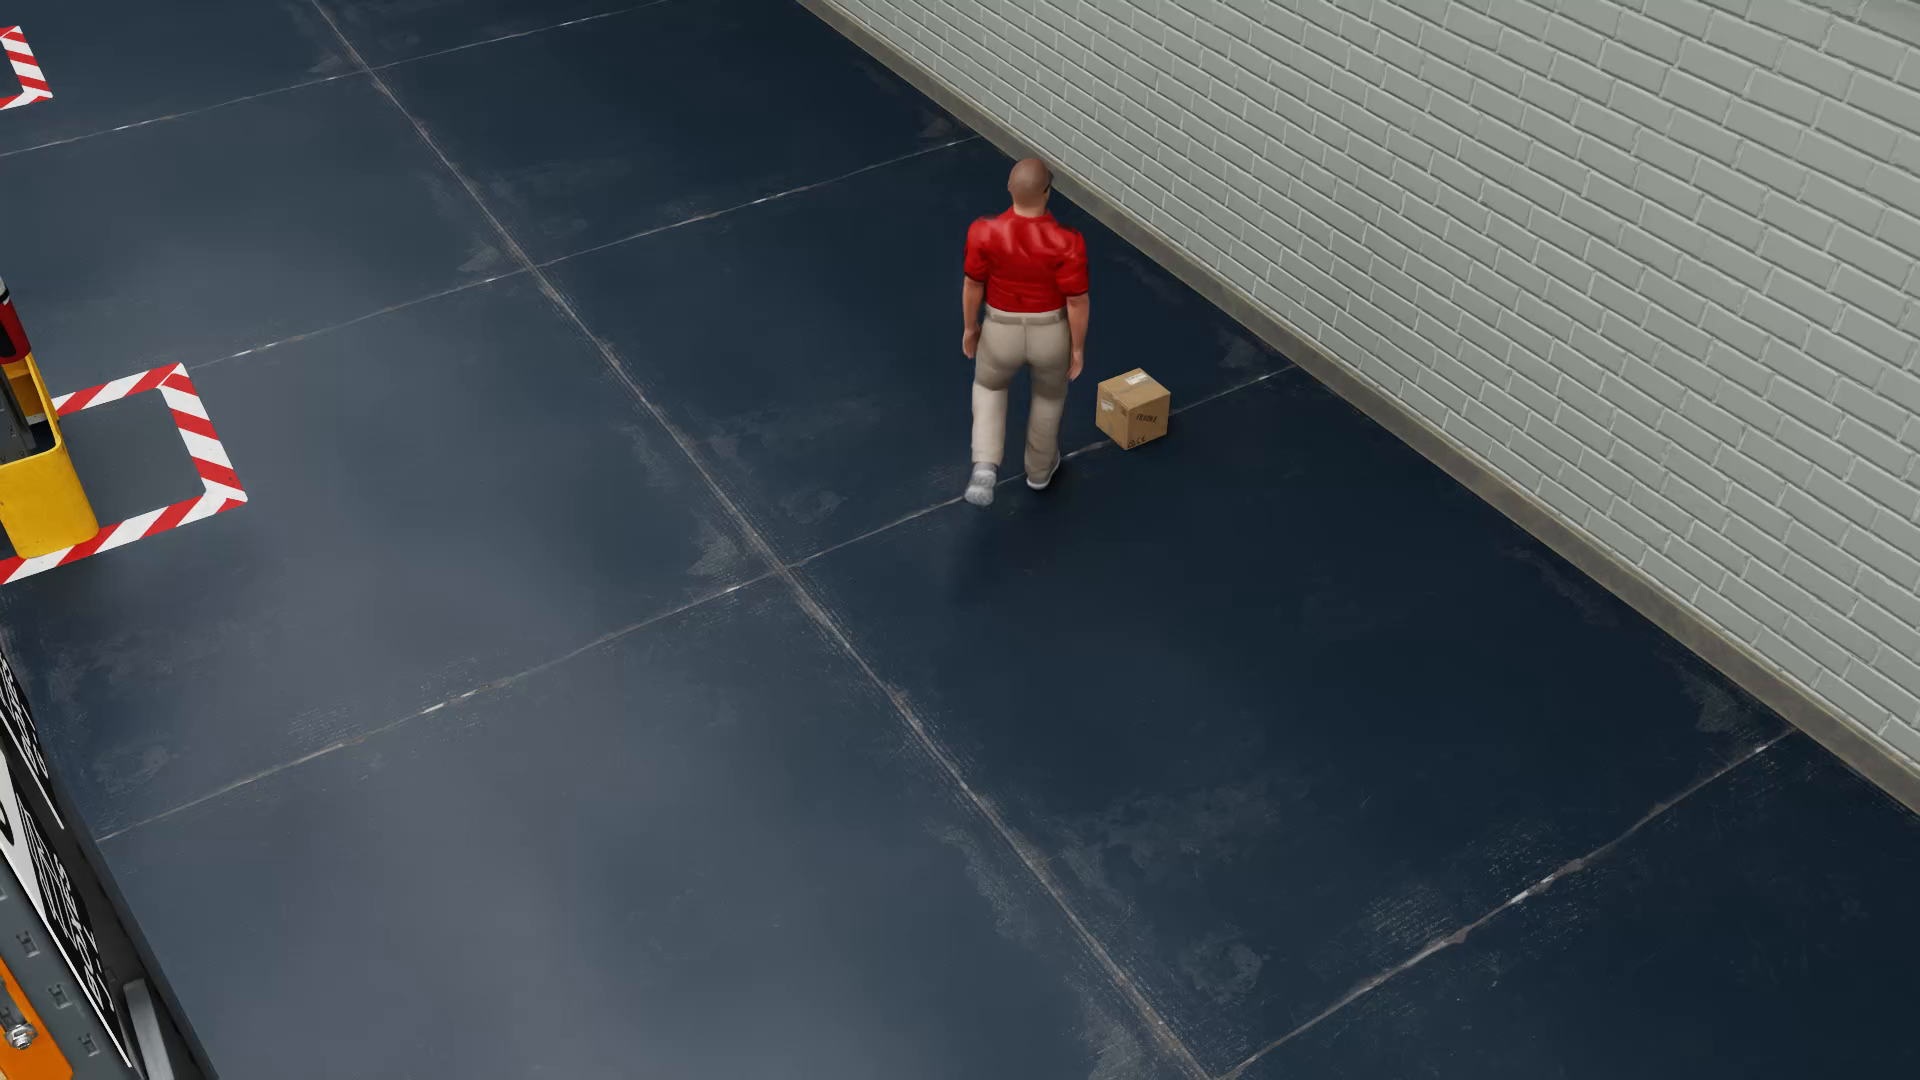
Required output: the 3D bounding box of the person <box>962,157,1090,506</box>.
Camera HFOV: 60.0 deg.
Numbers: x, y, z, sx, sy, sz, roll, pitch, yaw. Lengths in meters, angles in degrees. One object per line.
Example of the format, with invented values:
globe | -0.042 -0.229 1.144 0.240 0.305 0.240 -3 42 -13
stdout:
person | 0.279 -0.883 7.179 0.552 1.709 0.653 6 41 6
